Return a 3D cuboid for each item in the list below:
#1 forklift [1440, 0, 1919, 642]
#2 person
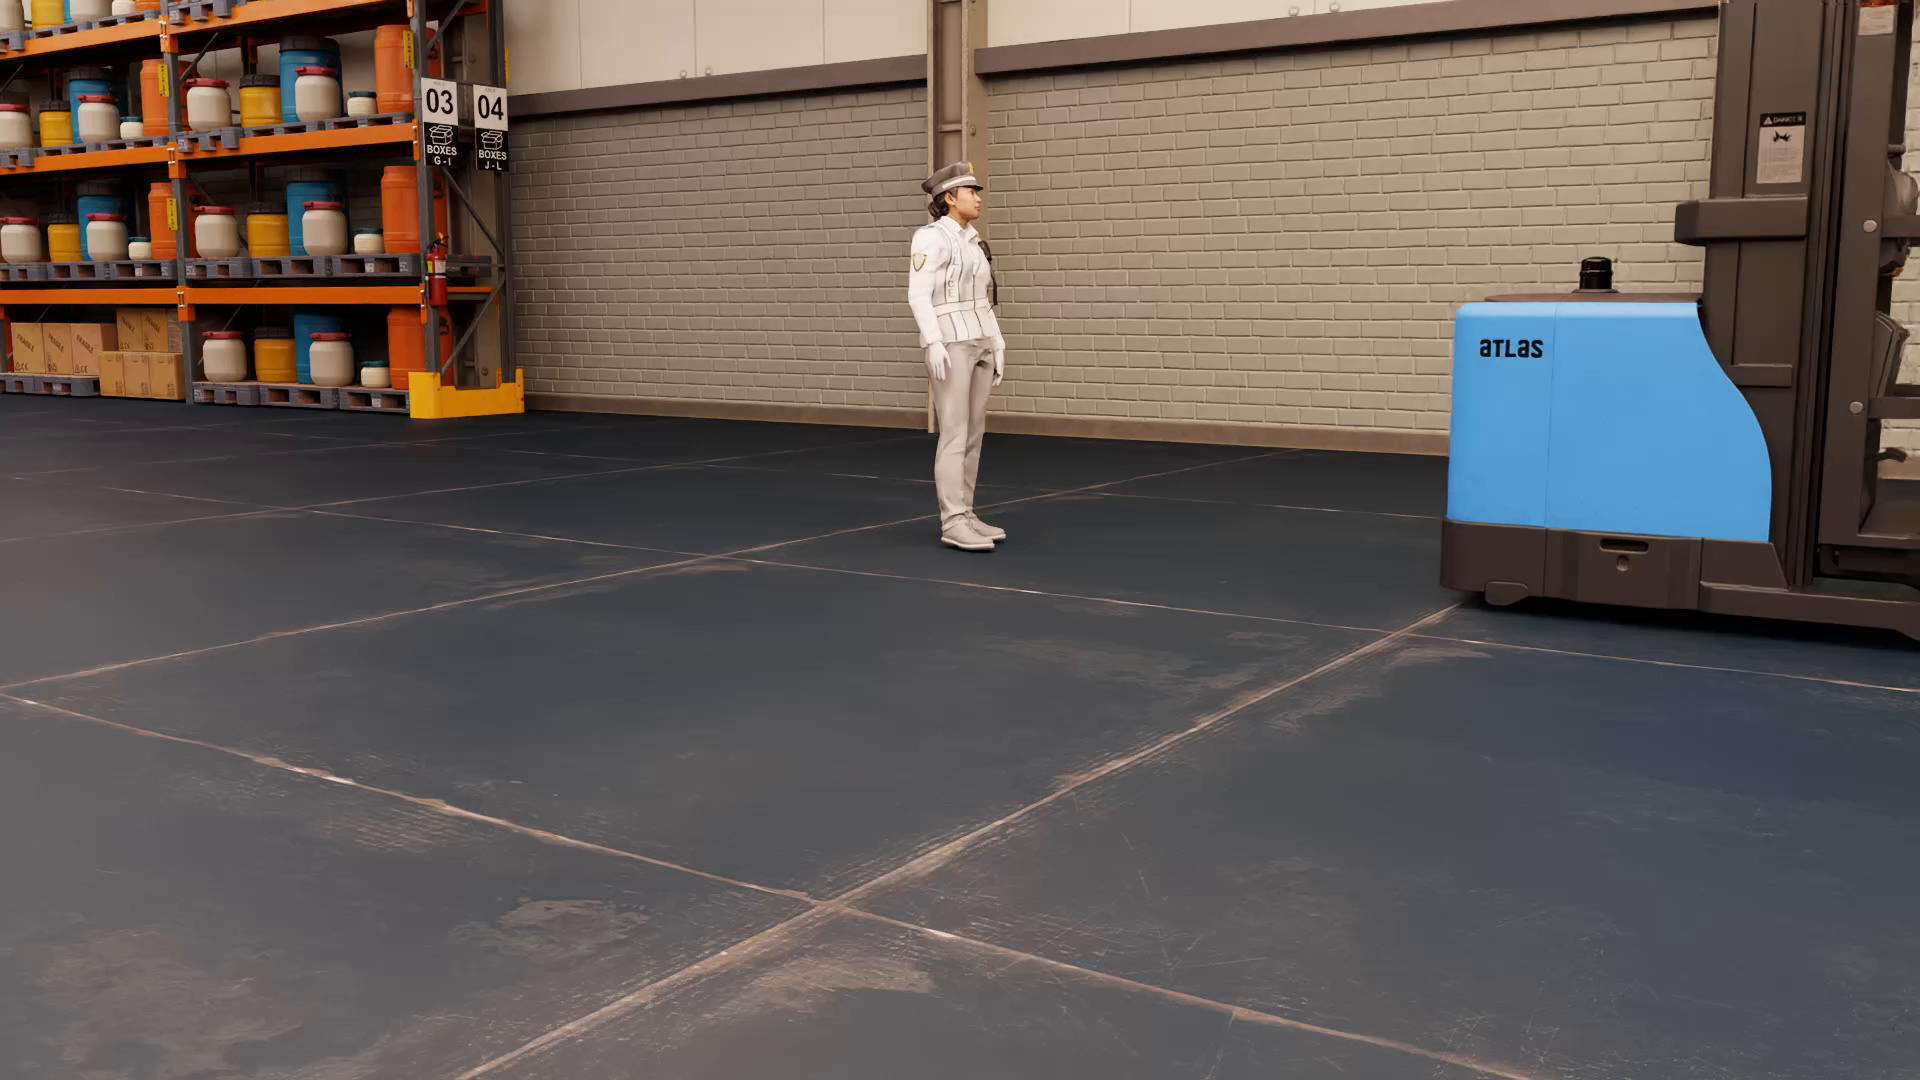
[{"bbox_3d":[3.244,-1.163,5.371,3.031,2.935,1.130,5,9,31],"label":"forklift"},{"bbox_3d":[0.053,-0.840,7.439,0.530,1.694,0.586,5,10,34],"label":"person"}]
